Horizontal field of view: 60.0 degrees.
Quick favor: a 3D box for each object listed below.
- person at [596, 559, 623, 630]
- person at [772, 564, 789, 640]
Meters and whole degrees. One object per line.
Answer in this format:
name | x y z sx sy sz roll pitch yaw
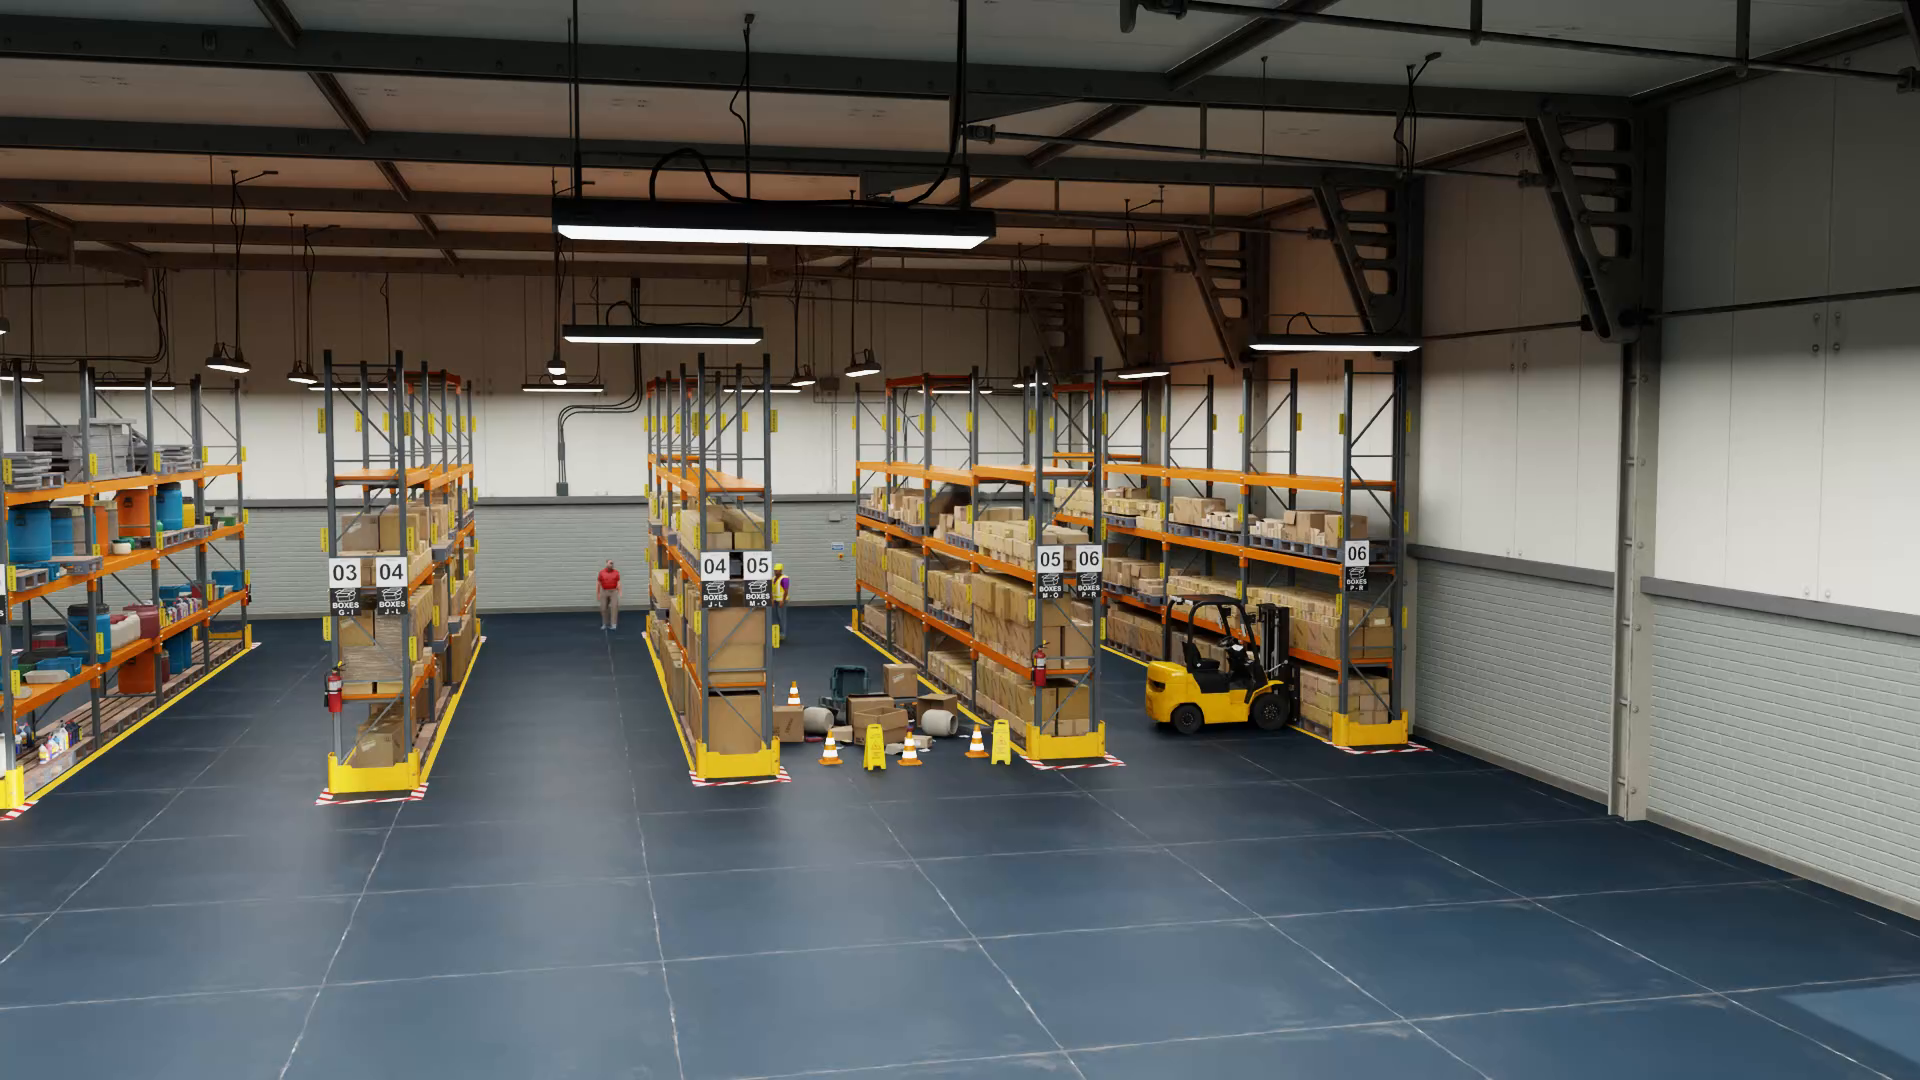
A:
person | -8.550 1.339 40.592 0.619 1.754 0.468 0 4 -3
person | -4.203 1.431 38.496 0.429 1.774 0.585 -3 5 -37
